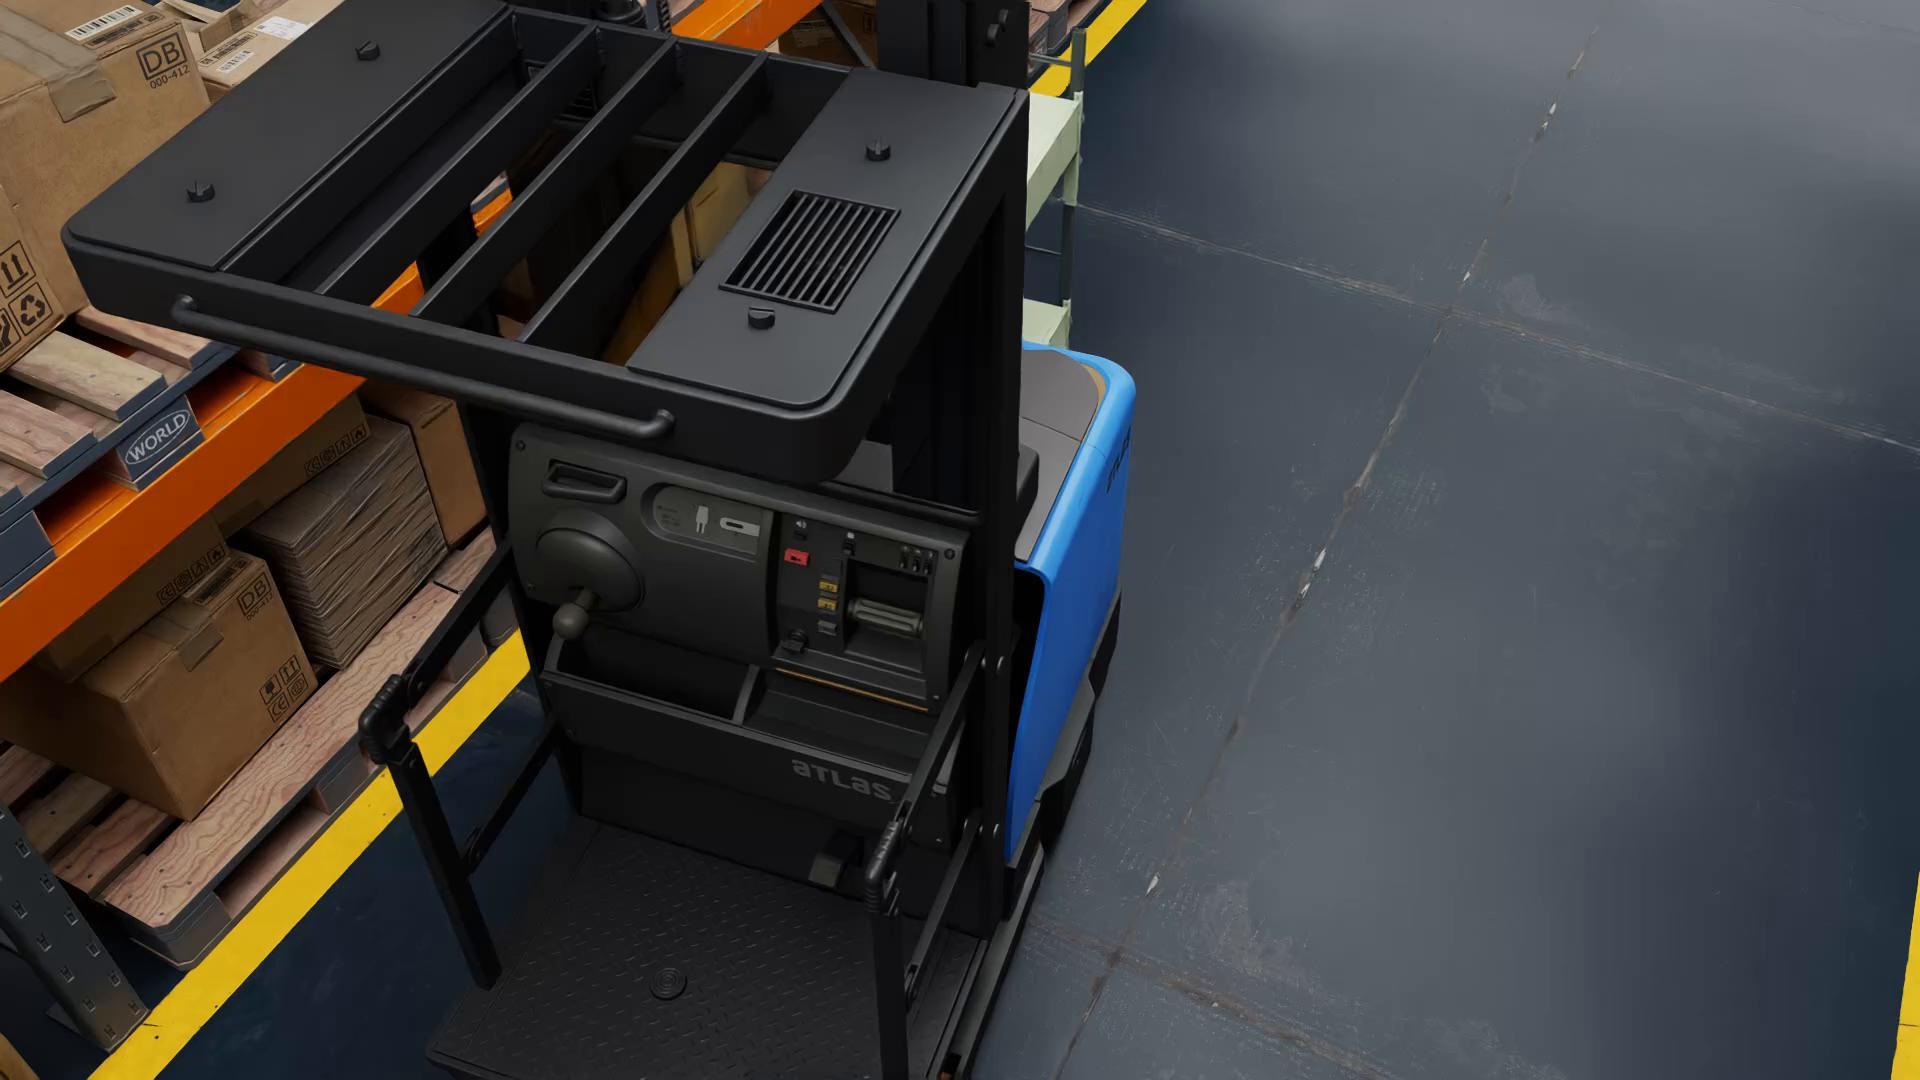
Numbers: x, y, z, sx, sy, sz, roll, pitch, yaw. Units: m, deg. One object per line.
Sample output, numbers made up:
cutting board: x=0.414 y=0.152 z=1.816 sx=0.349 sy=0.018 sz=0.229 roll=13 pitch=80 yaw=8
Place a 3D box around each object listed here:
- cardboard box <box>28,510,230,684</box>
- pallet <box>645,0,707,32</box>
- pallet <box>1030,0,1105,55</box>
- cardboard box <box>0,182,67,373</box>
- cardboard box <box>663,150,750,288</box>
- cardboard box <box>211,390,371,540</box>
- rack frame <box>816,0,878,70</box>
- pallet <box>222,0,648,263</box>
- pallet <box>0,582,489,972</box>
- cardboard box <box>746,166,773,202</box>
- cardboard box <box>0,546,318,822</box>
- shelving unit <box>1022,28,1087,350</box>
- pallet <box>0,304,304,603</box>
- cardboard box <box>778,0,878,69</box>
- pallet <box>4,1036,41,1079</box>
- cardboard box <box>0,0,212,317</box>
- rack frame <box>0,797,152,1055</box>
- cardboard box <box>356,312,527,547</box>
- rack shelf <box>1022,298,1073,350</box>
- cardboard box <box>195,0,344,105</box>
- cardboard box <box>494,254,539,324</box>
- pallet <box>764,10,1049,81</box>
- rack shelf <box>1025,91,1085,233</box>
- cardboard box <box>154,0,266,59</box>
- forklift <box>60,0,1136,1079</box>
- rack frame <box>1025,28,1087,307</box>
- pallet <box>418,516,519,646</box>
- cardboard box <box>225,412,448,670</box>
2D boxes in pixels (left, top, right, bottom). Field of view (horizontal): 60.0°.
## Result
cardboard box: x=-2.179 y=0.014 z=4.048 sx=0.500 sy=0.250 sz=0.500 roll=22 pitch=49 yaw=21
pallet: x=-1.090 y=-2.033 z=5.285 sx=1.003 sy=0.211 sz=1.213 roll=20 pitch=49 yaw=19
pallet: x=0.239 y=-2.760 z=7.829 sx=1.003 sy=0.211 sz=1.213 roll=20 pitch=49 yaw=19
cardboard box: x=-2.248 y=-0.550 z=3.319 sx=0.500 sy=0.500 sz=0.500 roll=15 pitch=47 yaw=14
cardboard box: x=-1.149 y=-1.136 z=5.712 sx=0.700 sy=0.500 sz=0.500 roll=20 pitch=49 yaw=19
cardboard box: x=-1.942 y=-0.323 z=4.381 sx=0.500 sy=0.250 sz=0.500 roll=26 pitch=51 yaw=23
rack frame: x=-0.607 y=-2.534 z=5.645 sx=1.000 sy=3.000 sz=0.127 roll=20 pitch=49 yaw=19
pallet: x=-1.581 y=-1.207 z=4.469 sx=1.003 sy=0.211 sz=1.213 roll=20 pitch=49 yaw=19
pallet: x=-2.099 y=0.474 z=4.633 sx=1.003 sy=0.211 sz=1.213 roll=20 pitch=49 yaw=19
cardboard box: x=-0.911 y=-1.430 z=6.003 sx=0.700 sy=0.500 sz=0.500 roll=17 pitch=48 yaw=16
cardboard box: x=-2.170 y=0.281 z=4.311 sx=0.700 sy=0.500 sz=0.500 roll=18 pitch=48 yaw=17
shelving unit: x=0.020 y=-0.657 z=4.845 sx=0.431 sy=1.500 sz=0.755 roll=16 pitch=47 yaw=15
pallet: x=-2.227 y=-0.431 z=3.702 sx=1.213 sy=0.211 sz=1.003 roll=20 pitch=49 yaw=19
cardboard box: x=-0.386 y=-2.042 z=6.621 sx=0.500 sy=0.500 sz=0.500 roll=19 pitch=48 yaw=18
pallet: x=-2.896 y=1.438 z=3.680 sx=1.003 sy=0.211 sz=1.213 roll=20 pitch=49 yaw=19
cardboard box: x=-2.078 y=-0.935 z=3.699 sx=0.700 sy=0.500 sz=0.500 roll=28 pitch=51 yaw=25
rack frame: x=-2.463 y=-0.014 z=3.155 sx=1.000 sy=3.000 sz=0.127 roll=20 pitch=49 yaw=19
cardboard box: x=-1.667 y=-0.432 z=5.016 sx=0.700 sy=0.500 sz=0.500 roll=24 pitch=50 yaw=22
rack shelf: x=0.020 y=-0.428 z=5.077 sx=0.431 sy=0.370 sz=0.720 roll=16 pitch=47 yaw=15
cardboard box: x=-1.482 y=-1.089 z=4.027 sx=0.500 sy=0.250 sz=0.500 roll=19 pitch=48 yaw=18
cardboard box: x=-1.408 y=-0.783 z=5.363 sx=0.700 sy=0.500 sz=0.500 roll=17 pitch=48 yaw=16
pallet: x=-0.326 y=-1.988 z=7.067 sx=1.003 sy=0.211 sz=1.213 roll=20 pitch=49 yaw=19
rack shelf: x=0.020 y=-0.931 z=4.567 sx=0.431 sy=0.370 sz=0.720 roll=16 pitch=47 yaw=15
cardboard box: x=-1.929 y=-1.254 z=4.180 sx=0.396 sy=0.266 sz=0.258 roll=19 pitch=48 yaw=18
forklift: x=-0.511 y=0.154 z=3.037 sx=1.130 sy=2.935 sz=3.031 roll=14 pitch=47 yaw=13
rack frame: x=0.154 y=-0.899 z=5.084 sx=0.400 sy=1.500 sz=0.023 roll=16 pitch=47 yaw=15
pallet: x=-1.532 y=-0.291 z=5.389 sx=1.003 sy=0.211 sz=1.213 roll=20 pitch=49 yaw=19
cardboard box: x=-1.924 y=-0.072 z=4.661 sx=0.700 sy=0.500 sz=0.500 roll=17 pitch=48 yaw=16
